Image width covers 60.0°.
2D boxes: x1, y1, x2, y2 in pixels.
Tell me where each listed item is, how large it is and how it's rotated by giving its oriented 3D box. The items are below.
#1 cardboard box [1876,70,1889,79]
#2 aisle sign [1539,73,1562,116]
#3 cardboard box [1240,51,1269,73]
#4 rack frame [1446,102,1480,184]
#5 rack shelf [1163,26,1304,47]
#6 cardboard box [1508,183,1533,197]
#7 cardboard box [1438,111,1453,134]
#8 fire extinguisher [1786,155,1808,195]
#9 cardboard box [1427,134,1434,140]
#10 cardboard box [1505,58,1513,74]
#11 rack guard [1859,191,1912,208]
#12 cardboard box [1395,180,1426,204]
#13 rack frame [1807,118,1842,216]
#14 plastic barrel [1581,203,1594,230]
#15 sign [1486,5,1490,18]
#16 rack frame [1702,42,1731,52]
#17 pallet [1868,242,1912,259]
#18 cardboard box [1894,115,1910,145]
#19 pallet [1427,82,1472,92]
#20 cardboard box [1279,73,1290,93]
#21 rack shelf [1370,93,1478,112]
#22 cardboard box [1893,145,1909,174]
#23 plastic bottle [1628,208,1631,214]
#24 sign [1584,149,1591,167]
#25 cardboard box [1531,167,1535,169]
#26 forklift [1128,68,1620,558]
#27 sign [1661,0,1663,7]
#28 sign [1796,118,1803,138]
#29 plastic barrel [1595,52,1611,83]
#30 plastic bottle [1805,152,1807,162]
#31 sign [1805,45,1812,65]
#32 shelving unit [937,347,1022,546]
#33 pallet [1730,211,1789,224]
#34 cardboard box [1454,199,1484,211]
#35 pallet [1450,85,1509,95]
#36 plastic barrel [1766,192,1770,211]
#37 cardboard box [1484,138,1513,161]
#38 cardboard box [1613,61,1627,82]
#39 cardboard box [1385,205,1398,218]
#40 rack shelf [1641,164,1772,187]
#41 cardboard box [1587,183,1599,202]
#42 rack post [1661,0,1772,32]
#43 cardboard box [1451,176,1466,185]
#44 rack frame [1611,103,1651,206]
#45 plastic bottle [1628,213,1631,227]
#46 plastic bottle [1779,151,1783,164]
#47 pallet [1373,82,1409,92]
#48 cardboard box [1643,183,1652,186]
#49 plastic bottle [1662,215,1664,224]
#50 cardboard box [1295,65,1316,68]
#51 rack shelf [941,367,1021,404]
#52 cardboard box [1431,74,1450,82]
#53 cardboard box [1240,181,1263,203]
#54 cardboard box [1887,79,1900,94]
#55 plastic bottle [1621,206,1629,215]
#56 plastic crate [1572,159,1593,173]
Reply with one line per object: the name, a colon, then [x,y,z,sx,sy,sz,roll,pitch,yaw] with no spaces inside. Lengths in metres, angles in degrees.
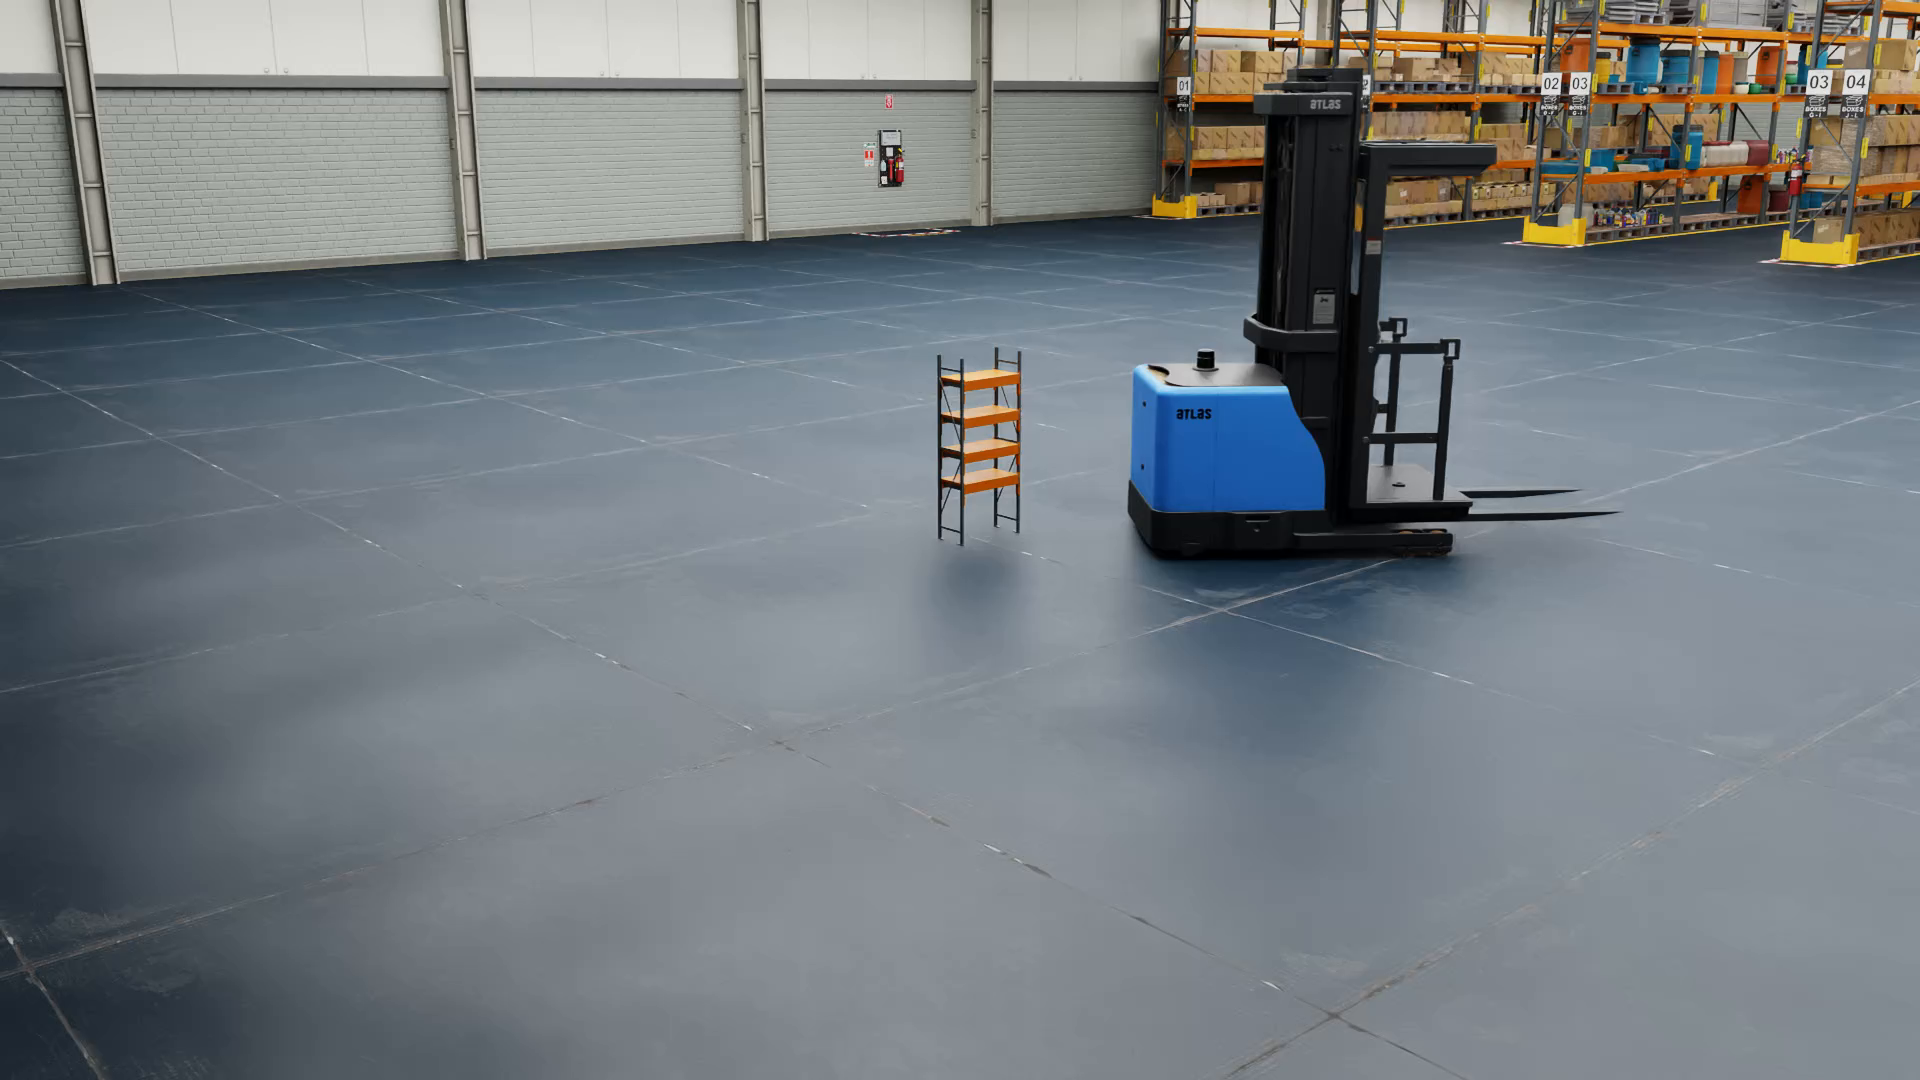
cardboard box: [15.419,-7.857,28.056,0.250,0.149,0.380,-12,19,-38]
aisle sign: [11.300,-8.526,31.821,0.004,0.787,0.394,-13,19,-39]
cardboard box: [7.070,-11.498,40.002,0.500,0.500,0.500,-14,20,-41]
rack frame: [14.099,-11.186,46.816,0.127,3.000,1.000,-13,19,-39]
rack shelf: [6.555,-12.042,39.793,4.000,0.370,1.077,-13,19,-39]
cardboard box: [13.332,-8.379,39.736,0.500,0.311,0.500,-13,20,-40]
cardboard box: [10.607,-9.380,37.347,0.500,0.500,0.700,-13,20,-39]
fire extinguisher: [14.412,-6.294,28.649,0.183,0.674,0.296,-13,19,-39]
cardboard box: [10.295,-8.926,36.905,0.250,0.149,0.380,-12,19,-38]
cardboard box: [15.204,-13.331,46.863,0.500,0.500,0.500,-13,20,-40]
rack guard: [23.629,-8.734,42.480,0.348,0.500,1.175,-13,19,-39]
cardboard box: [9.985,-7.728,36.929,0.500,0.500,0.500,-13,19,-39]
rack frame: [20.602,-9.258,39.596,0.127,3.000,1.000,-13,19,-39]
plastic barrel: [12.374,-6.437,33.043,0.421,0.512,0.421,0,15,0]
sign: [14.464,-14.471,45.523,0.005,0.325,0.100,-13,19,-39]
rack frame: [20.371,-13.799,44.971,0.127,3.000,1.000,-13,19,-39]
pallet: [16.414,-5.263,30.043,1.213,0.211,1.003,-13,19,-39]
cardboard box: [16.153,-7.144,28.975,0.500,0.500,0.500,-13,19,-39]
pallet: [10.692,-10.124,37.199,1.213,0.211,1.003,-13,19,-39]
cardboard box: [7.843,-11.204,40.838,0.500,0.500,0.500,-12,19,-38]
rack shelf: [9.809,-9.630,36.572,4.000,0.370,1.077,-13,19,-39]
cardboard box: [16.323,-6.807,29.652,0.500,0.500,0.875,-13,19,-39]
plastic bottle: [14.039,-6.828,34.935,0.097,0.271,0.097,0,15,0]
sign: [11.907,-7.251,31.546,0.005,0.325,0.100,-13,19,-39]
cardboard box: [16.677,-10.977,48.807,0.250,0.149,0.380,-13,20,-40]
forklift: [2.662,-1.441,10.467,3.031,2.935,1.130,-1,15,-4]
sign: [17.722,-13.542,41.892,0.005,0.325,0.100,-13,19,-39]
sign: [14.452,-7.084,28.602,0.005,0.325,0.100,-13,19,-39]
plastic barrel: [12.326,-9.186,32.335,0.600,0.588,0.600,0,15,0]
plastic bottle: [19.292,-8.828,38.082,0.185,0.351,0.144,-13,19,-39]
sign: [14.452,-8.249,28.291,0.005,0.325,0.100,-13,19,-39]
shelving unit: [0.125,-0.608,10.700,0.503,1.200,0.258,-13,19,-39]
pallet: [18.152,-7.374,37.949,1.213,0.211,1.003,-13,19,-39]
cardboard box: [11.785,-7.762,38.510,0.500,0.250,0.500,-13,20,-41]
pallet: [11.975,-10.376,38.341,1.217,0.209,0.805,-14,20,-42]
plastic barrel: [18.310,-7.780,38.072,0.421,0.512,0.421,0,15,0]
cardboard box: [12.684,-9.217,39.249,0.500,0.500,0.500,-13,19,-39]
cardboard box: [16.436,-11.783,42.035,0.600,0.600,0.600,-13,20,-40]
cardboard box: [9.226,-7.197,36.396,0.500,0.250,0.500,-13,19,-39]
rack shelf: [16.076,-7.894,35.883,4.000,0.370,1.077,-13,19,-39]
cardboard box: [15.640,-8.745,41.668,0.500,0.500,0.500,-13,20,-40]
rack post: [15.996,-11.248,35.034,3.121,1.000,1.013,-13,19,-39]
cardboard box: [13.694,-10.215,46.532,0.750,0.750,0.750,-12,19,-39]
rack frame: [17.353,-10.223,43.208,0.127,3.000,1.000,-13,19,-39]
plastic bottle: [13.456,-6.441,33.484,0.097,0.271,0.097,0,15,0]
plastic bottle: [18.401,-8.581,37.288,0.133,0.283,0.061,-13,19,-39]
pallet: [8.851,-9.711,35.652,1.213,0.211,1.003,-13,19,-39]
cardboard box: [18.163,-9.415,44.542,0.500,0.311,0.500,-13,19,-39]
plastic bottle: [14.498,-6.641,34.369,0.097,0.201,0.097,0,15,0]
cardboard box: [8.529,-11.609,41.577,0.500,0.500,0.500,-9,18,-32]
rack shelf: [0.125,-0.987,10.599,0.480,0.148,0.258,-13,19,-39]
cardboard box: [10.588,-10.208,36.743,0.250,0.149,0.380,-13,19,-39]
cardboard box: [7.307,-8.652,41.321,0.500,0.500,0.500,14,21,43]
cardboard box: [15.719,-7.757,28.456,0.500,0.250,0.500,-13,20,-41]
plastic bottle: [13.780,-6.751,34.493,0.185,0.351,0.144,-13,19,-39]
plastic crate: [12.224,-7.405,32.948,0.408,0.251,0.499,-13,19,-39]
